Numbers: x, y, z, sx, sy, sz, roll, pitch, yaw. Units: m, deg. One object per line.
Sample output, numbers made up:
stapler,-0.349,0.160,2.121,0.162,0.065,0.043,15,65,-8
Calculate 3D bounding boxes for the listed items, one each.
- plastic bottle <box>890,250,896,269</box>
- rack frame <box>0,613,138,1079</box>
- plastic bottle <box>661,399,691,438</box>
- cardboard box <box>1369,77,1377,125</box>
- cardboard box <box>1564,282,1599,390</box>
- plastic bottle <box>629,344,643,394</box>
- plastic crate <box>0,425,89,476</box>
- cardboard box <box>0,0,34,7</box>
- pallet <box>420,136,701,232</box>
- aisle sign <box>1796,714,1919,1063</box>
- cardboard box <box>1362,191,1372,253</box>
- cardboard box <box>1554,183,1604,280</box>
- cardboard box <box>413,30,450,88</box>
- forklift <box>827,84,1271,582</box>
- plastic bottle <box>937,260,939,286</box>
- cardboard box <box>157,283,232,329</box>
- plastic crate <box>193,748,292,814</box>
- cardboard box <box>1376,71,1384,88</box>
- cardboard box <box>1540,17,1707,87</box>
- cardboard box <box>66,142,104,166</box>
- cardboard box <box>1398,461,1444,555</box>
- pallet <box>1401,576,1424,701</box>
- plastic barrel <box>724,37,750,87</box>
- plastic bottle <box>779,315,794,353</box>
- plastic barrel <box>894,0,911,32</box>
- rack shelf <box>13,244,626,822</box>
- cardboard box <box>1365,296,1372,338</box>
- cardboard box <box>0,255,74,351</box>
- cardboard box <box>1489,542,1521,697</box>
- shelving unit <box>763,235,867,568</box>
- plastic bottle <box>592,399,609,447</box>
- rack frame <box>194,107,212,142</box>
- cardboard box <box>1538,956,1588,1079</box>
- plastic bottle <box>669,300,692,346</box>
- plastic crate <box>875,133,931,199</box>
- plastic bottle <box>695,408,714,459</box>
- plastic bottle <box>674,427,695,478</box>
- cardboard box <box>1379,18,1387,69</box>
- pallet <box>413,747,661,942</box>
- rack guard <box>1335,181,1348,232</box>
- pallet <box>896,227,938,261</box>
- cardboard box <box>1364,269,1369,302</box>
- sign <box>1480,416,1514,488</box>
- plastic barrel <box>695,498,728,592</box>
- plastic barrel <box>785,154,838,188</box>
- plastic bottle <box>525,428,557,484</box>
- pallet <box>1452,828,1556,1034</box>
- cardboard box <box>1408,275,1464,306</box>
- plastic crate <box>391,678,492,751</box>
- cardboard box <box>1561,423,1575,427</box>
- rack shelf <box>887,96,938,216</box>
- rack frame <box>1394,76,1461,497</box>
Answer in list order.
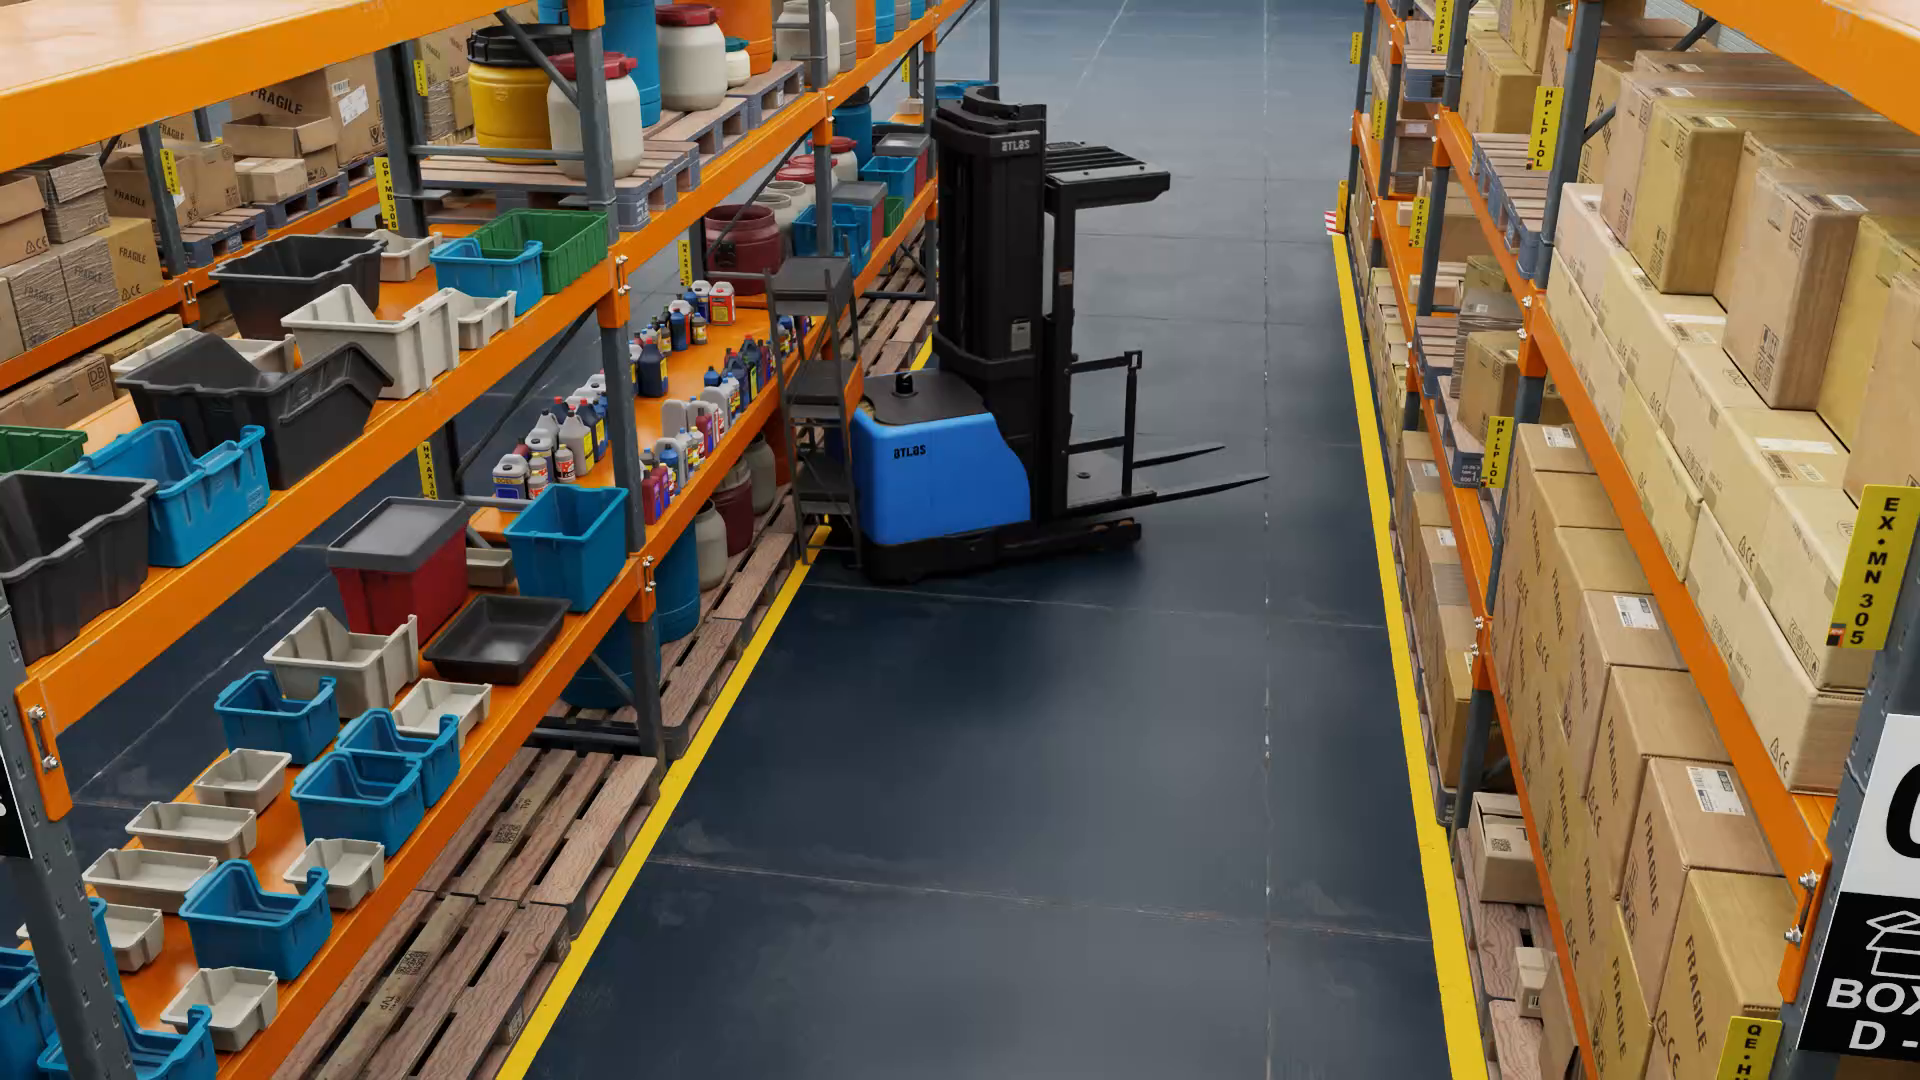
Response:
plastic bottle,-0.720,-2.840,16.474,0.152,0.276,0.135,4,25,9
rack frame,-2.684,1.514,4.477,1.000,3.000,0.127,4,25,9
plastic bottle,-1.577,-0.668,9.285,0.152,0.276,0.135,4,25,9
cardboard box,4.728,-4.684,17.601,0.700,0.500,0.500,4,25,9
cardboard box,2.447,-0.710,5.867,0.500,0.250,0.500,4,25,9
plastic bottle,-1.993,-1.037,10.074,0.152,0.276,0.135,4,25,9
plastic crate,-2.804,-0.181,4.810,0.450,0.188,0.336,4,25,9
cardboard box,-6.291,-3.510,11.056,0.797,0.503,0.637,6,26,12
pallet,-1.998,-1.767,8.170,1.213,0.211,1.003,4,25,9
aisle sign,1.889,0.689,3.174,0.394,0.787,0.004,4,25,9
cardboard box,4.195,-3.071,16.137,0.500,0.500,0.500,4,25,9
cardboard box,2.532,-1.145,6.207,0.500,0.250,0.500,4,25,9
cardboard box,-5.285,-4.651,16.001,0.500,0.500,0.500,4,25,9
forklift,0.668,-1.454,10.898,3.031,2.935,1.130,-10,27,-21
plastic bottle,-0.238,-2.571,15.904,0.097,0.271,0.097,0,25,0
cardboard box,-6.183,-1.864,13.239,0.500,0.250,0.500,5,26,11
plastic crate,-2.616,0.889,6.052,0.298,0.136,0.250,4,25,9
cardboard box,4.374,-4.591,16.637,0.380,0.149,0.250,3,25,7
cardboard box,3.226,-2.217,8.179,0.600,0.600,0.600,3,25,6
cardboard box,-10.170,-4.097,18.476,0.875,0.875,0.875,4,25,9
cardboard box,3.074,-0.164,10.492,0.500,0.500,0.500,3,25,7
pallet,3.149,0.594,9.732,1.003,0.211,1.213,4,25,9
plastic barrel,-1.407,-2.859,9.950,0.301,0.262,0.301,0,25,0
plastic bottle,-1.128,-1.350,10.748,0.097,0.271,0.097,0,25,0
plastic barrel,-0.698,-4.589,13.386,0.600,0.901,0.600,0,25,0
rack shelf,-2.357,-0.355,5.781,1.077,0.370,4.000,4,25,9
cardboard box,3.853,-1.953,14.633,0.500,0.250,0.500,3,25,7
cardboard box,-6.268,-1.571,10.951,0.500,0.500,0.500,3,25,7
cardboard box,2.504,0.335,6.879,0.500,0.500,0.500,5,25,10
shelving unit,-0.854,-0.840,10.488,0.431,2.100,0.503,2,34,10
plastic bottle,-2.016,-0.651,9.254,0.097,0.271,0.097,0,25,0
rack frame,-9.832,-5.907,20.331,1.000,3.000,0.127,4,25,9
cardboard box,2.554,1.903,6.071,0.797,0.503,0.637,4,25,9
plastic bottle,-1.841,-1.424,10.899,0.152,0.276,0.135,4,25,9
plastic crate,-0.500,-3.310,14.708,0.402,0.464,0.583,4,25,9
plastic bottle,-1.404,-0.601,9.134,0.061,0.283,0.133,4,25,9
plastic bottle,-1.473,-0.468,8.862,0.097,0.271,0.097,0,25,0
cardboard box,4.639,-5.029,16.808,0.700,0.500,0.500,3,25,7
pallet,-2.112,1.414,7.980,1.003,0.211,1.213,4,25,9
rack guard,4.821,-3.711,18.588,1.175,0.500,0.348,4,25,9
pallet,-0.375,-3.032,17.478,1.003,0.211,1.213,4,25,9
cardboard box,4.024,-2.314,15.404,0.500,0.250,0.500,4,25,9
sign,2.308,-0.376,7.148,0.100,0.325,0.005,4,25,9
plastic barrel,-1.628,0.025,10.097,0.421,0.512,0.421,0,25,0
plastic barrel,-1.215,-2.875,13.693,0.433,0.535,0.433,0,25,0
plastic bottle,-2.225,-0.443,8.804,0.152,0.276,0.135,4,25,9
pallet,2.743,1.736,7.293,1.003,0.211,1.213,4,25,9
cardboard box,3.384,-1.769,11.787,0.380,0.149,0.250,4,25,9
plastic crate,-2.018,0.682,6.494,0.293,0.136,0.466,4,25,9
cardboard box,3.154,-0.232,7.595,0.700,0.500,0.500,-4,25,-9
rack shelf,-0.396,-4.016,17.139,1.077,0.370,4.000,4,25,9
rack frame,3.510,-1.487,10.889,1.000,3.000,0.127,4,25,9
